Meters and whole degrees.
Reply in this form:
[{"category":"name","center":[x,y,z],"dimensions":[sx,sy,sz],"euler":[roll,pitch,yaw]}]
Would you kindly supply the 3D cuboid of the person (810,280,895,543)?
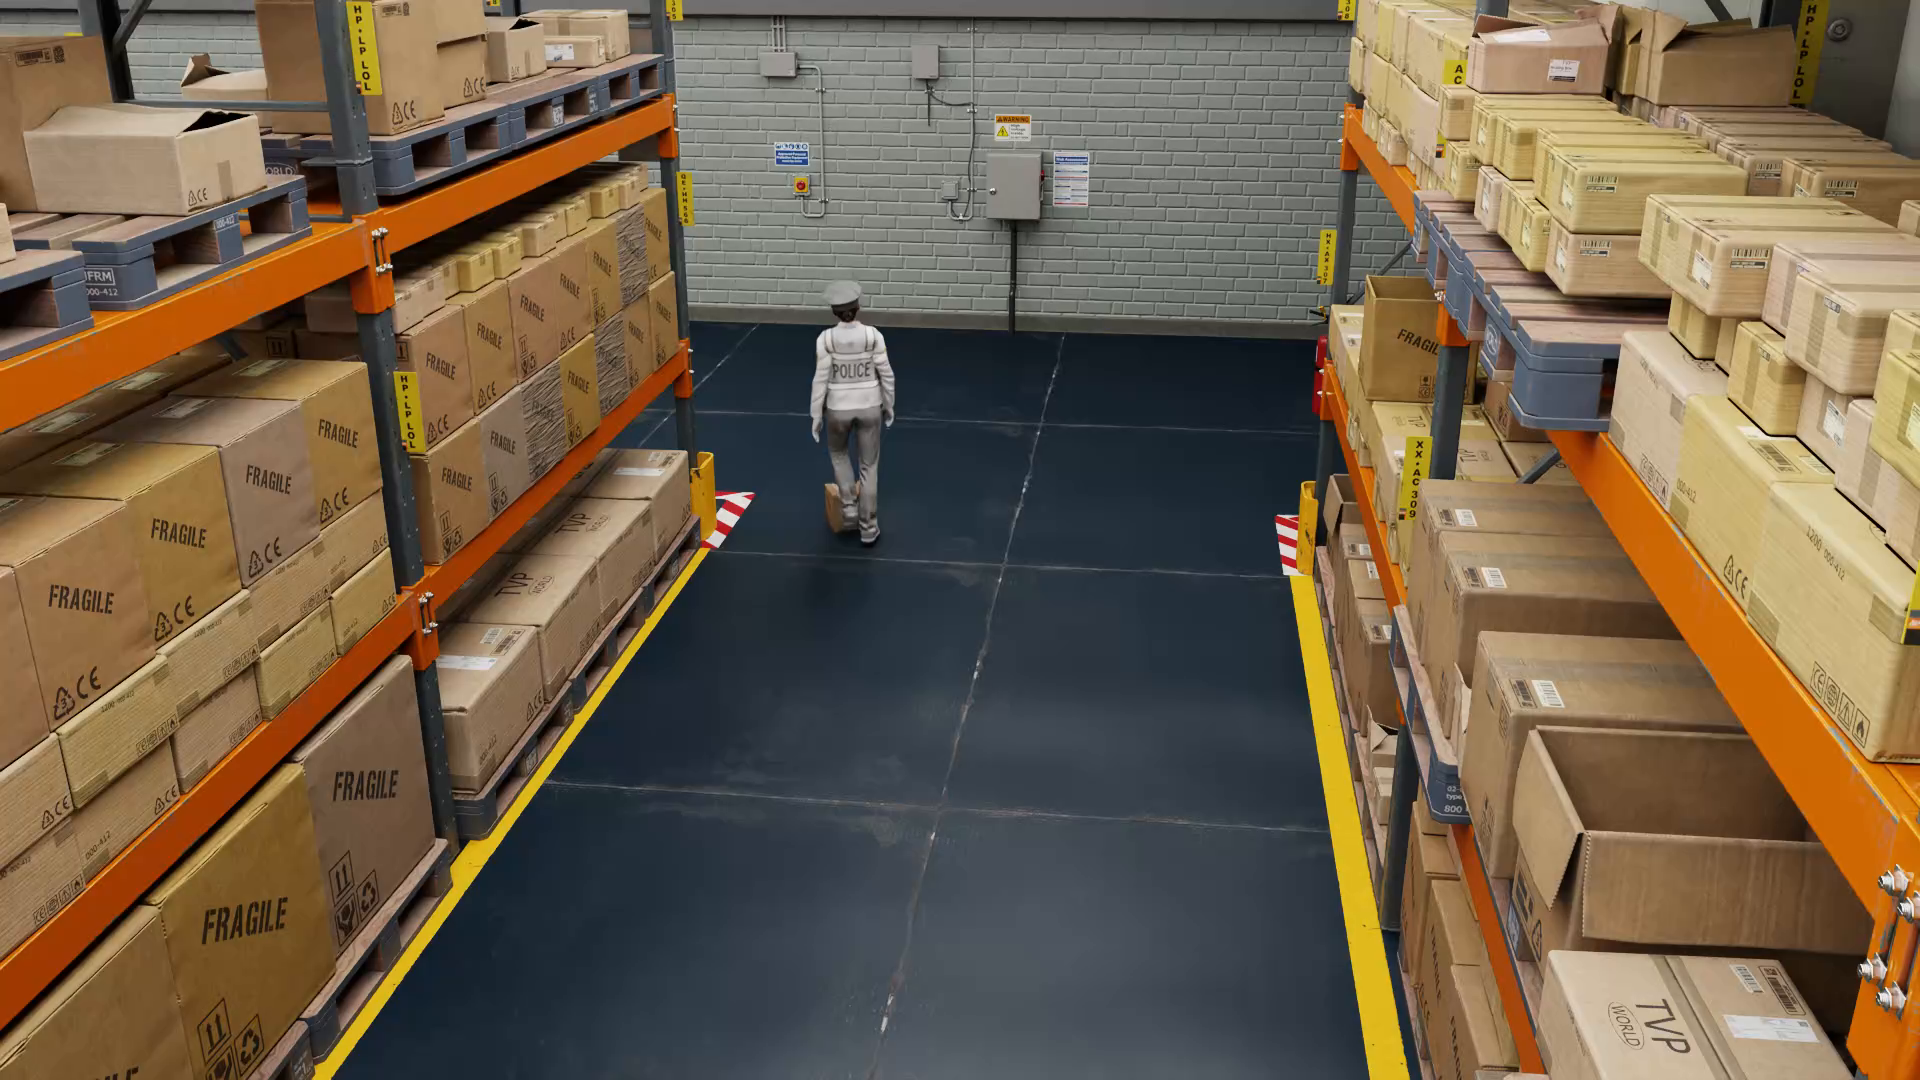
[{"category":"person","center":[-0.684,-0.802,10.636],"dimensions":[0.537,1.726,0.518],"euler":[-1,21,-3]}]
